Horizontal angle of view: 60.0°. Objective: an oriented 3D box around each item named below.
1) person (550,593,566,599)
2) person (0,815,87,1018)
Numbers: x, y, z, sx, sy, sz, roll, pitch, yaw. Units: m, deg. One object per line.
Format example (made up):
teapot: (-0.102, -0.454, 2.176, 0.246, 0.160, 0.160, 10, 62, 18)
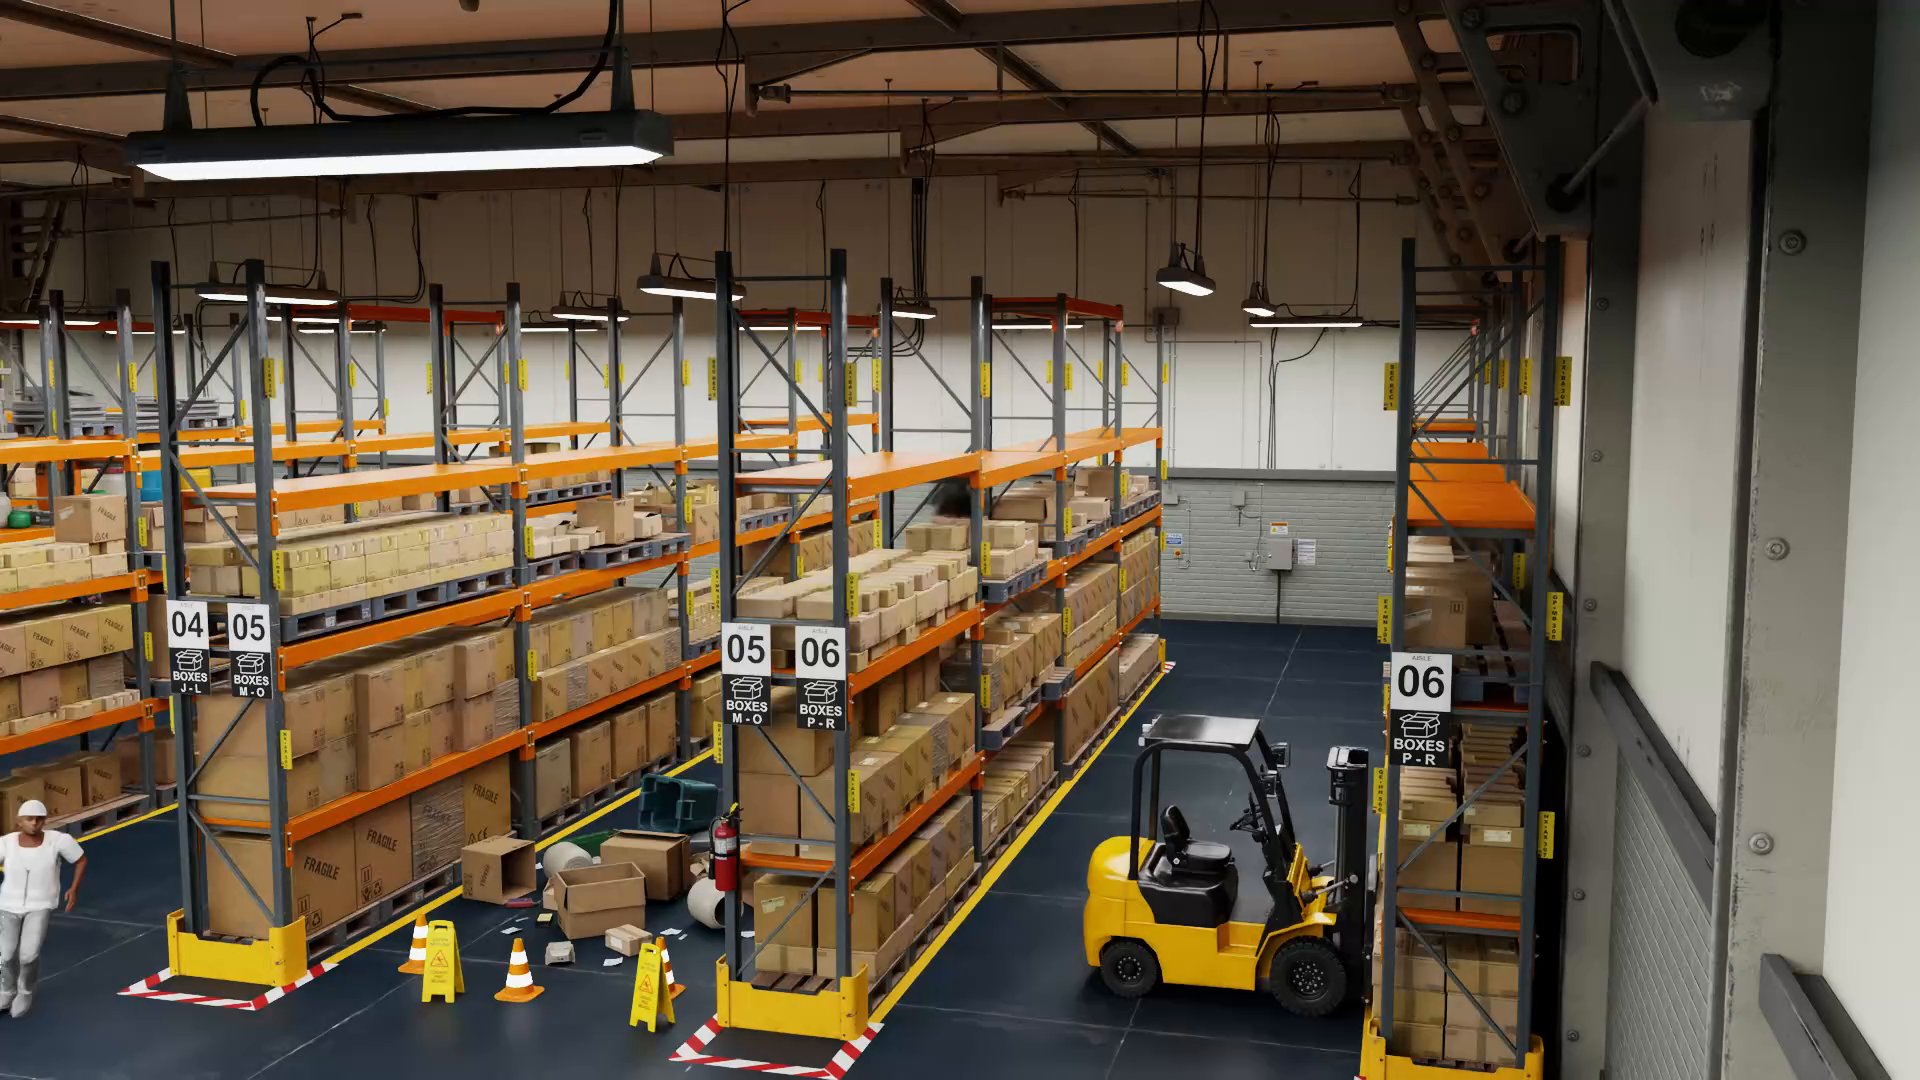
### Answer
person: (-6.159, 1.166, 25.518, 0.399, 0.832, 0.334, 2, 6, 15)
person: (-7.387, 2.937, 13.205, 0.766, 1.684, 0.618, -2, 6, -17)
